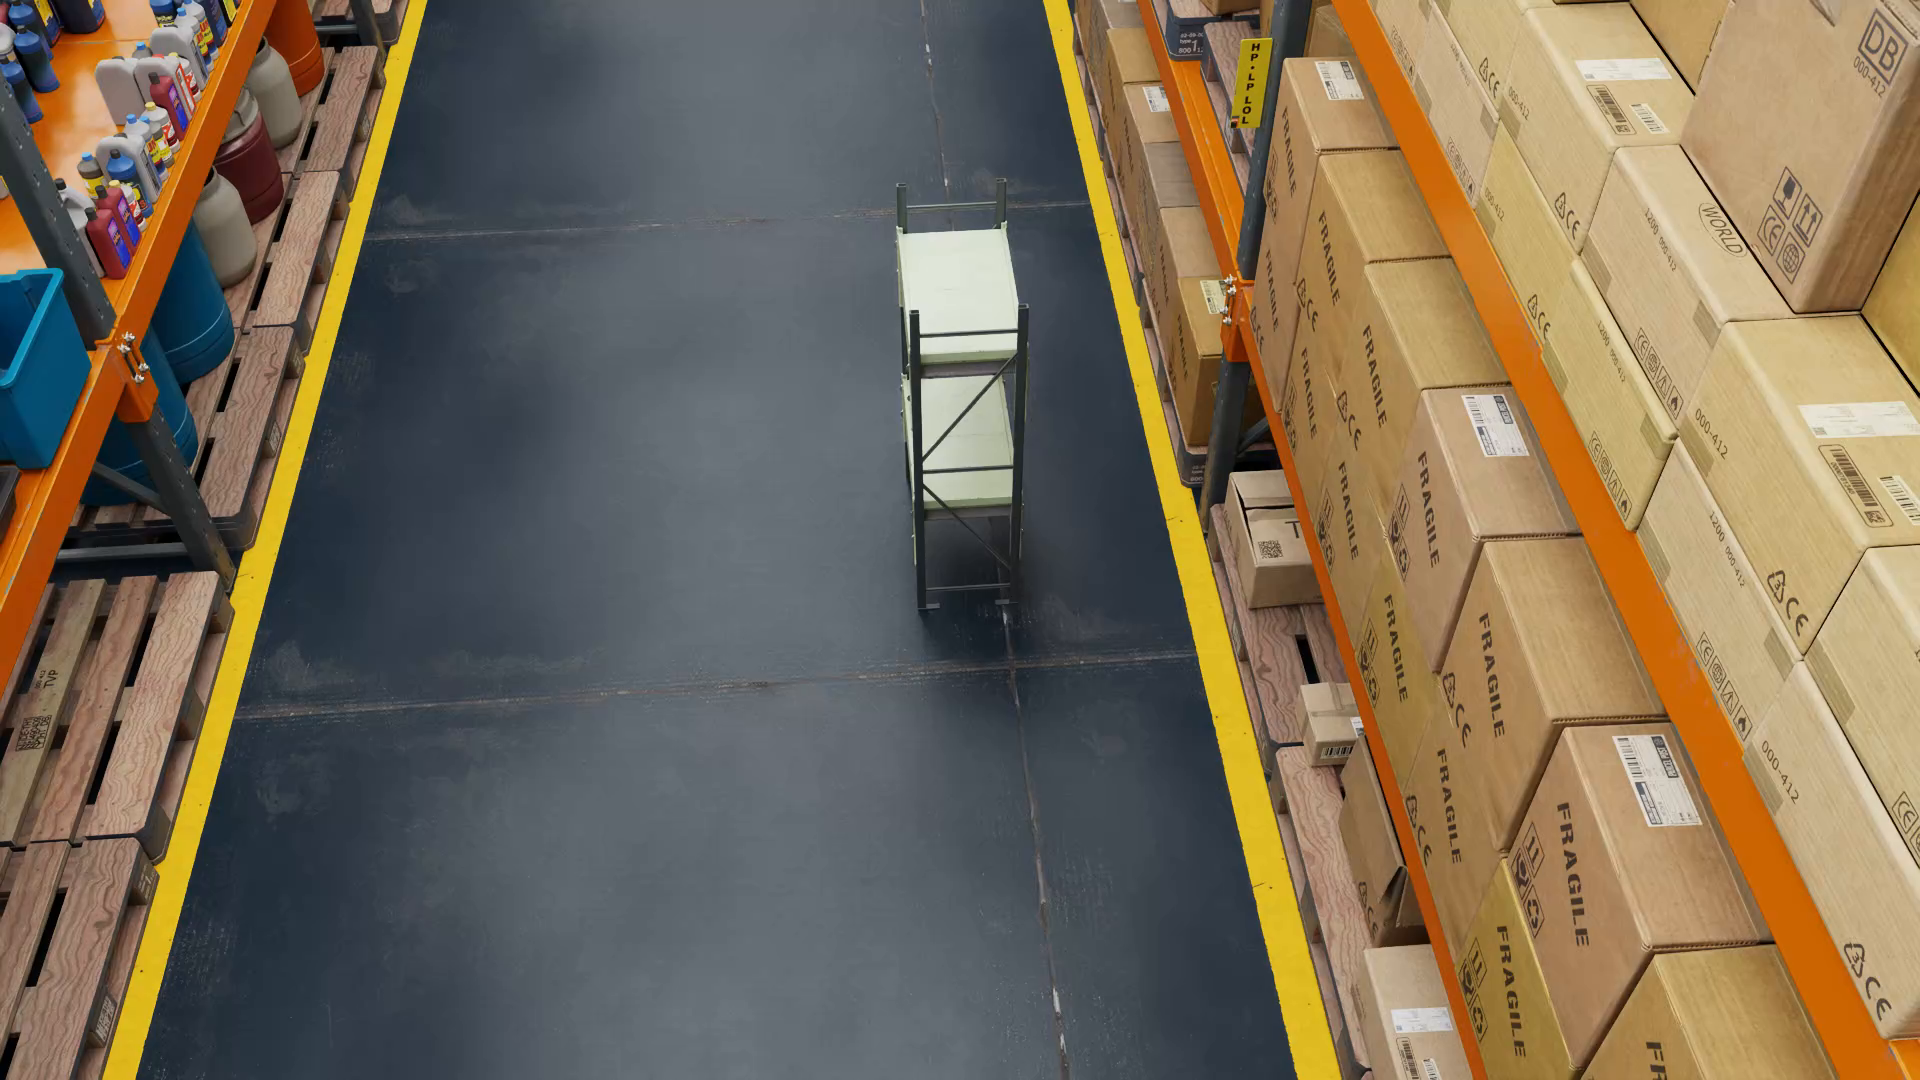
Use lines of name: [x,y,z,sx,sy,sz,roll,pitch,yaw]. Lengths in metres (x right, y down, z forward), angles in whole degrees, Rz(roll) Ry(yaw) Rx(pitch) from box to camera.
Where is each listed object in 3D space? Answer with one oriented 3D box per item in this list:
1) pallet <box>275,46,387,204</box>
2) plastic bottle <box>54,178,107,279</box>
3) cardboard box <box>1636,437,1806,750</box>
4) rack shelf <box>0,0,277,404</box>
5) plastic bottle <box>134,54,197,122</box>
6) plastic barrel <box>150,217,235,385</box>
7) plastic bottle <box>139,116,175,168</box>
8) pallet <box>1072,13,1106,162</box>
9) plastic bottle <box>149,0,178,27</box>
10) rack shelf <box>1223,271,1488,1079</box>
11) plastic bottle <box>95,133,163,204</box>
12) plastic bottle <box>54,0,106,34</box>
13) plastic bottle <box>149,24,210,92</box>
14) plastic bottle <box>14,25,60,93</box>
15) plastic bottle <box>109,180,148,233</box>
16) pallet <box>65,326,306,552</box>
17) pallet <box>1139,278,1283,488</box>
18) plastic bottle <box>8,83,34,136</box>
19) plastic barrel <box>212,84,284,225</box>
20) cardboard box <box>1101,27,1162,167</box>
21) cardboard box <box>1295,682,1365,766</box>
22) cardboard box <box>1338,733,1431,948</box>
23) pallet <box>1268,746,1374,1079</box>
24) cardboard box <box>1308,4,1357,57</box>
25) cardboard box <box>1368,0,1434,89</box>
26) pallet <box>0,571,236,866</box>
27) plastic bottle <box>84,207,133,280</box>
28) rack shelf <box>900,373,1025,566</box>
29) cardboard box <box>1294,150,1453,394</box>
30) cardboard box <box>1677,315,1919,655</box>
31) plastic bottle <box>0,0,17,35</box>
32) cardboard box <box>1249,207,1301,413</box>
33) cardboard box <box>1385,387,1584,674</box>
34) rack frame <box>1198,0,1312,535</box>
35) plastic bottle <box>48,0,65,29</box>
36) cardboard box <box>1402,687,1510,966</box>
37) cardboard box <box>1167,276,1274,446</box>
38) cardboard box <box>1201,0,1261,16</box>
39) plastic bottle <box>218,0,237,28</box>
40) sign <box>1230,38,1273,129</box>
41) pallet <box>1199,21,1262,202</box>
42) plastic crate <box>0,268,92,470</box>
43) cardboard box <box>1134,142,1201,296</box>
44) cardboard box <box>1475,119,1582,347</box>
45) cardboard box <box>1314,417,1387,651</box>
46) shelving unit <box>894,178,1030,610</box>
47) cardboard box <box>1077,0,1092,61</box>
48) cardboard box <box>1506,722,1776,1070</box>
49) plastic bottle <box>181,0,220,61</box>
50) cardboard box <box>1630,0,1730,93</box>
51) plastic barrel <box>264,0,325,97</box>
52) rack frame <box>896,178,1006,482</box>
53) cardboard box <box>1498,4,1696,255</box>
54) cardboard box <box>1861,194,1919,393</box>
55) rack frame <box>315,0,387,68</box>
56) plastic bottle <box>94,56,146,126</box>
pallet: [-3.661,-2.196,8.821,1.003,0.211,1.213,-3,47,-3]
plastic bottle: [-3.143,-1.115,5.911,0.144,0.351,0.185,-3,47,-3]
cardboard box: [1.501,0.069,2.793,0.500,0.250,0.500,-3,47,-3]
rack shelf: [-3.601,-2.028,7.237,1.077,0.370,4.000,-3,47,-3]
plastic bottle: [-3.170,-1.814,6.624,0.152,0.276,0.135,-3,47,-3]
plastic barrel: [-3.521,-1.159,7.074,0.600,0.901,0.708,-3,47,-3]
plastic bottle: [-3.114,-1.539,6.415,0.097,0.201,0.097,0,47,0]
pallet: [1.193,-2.520,9.128,1.003,0.211,1.213,-3,47,-3]
plastic bottle: [-3.332,-2.198,6.991,0.097,0.271,0.097,0,47,0]
rack shelf: [1.670,0.567,4.779,1.077,0.370,4.000,-3,47,-3]
plastic bottle: [-3.123,-1.409,6.240,0.152,0.276,0.135,-3,47,-3]
plastic bottle: [-3.788,-2.361,7.090,0.144,0.351,0.185,-3,47,-3]
plastic bottle: [-3.189,-1.982,6.783,0.152,0.276,0.135,-3,47,-3]
plastic bottle: [-3.769,-1.965,6.771,0.097,0.271,0.097,0,47,0]
plastic bottle: [-3.078,-1.231,6.123,0.097,0.201,0.097,0,47,0]
pallet: [-3.456,-0.431,7.149,1.003,0.211,1.213,-3,47,-3]
pallet: [1.397,-0.754,7.456,1.003,0.211,1.213,-3,47,-3]
plastic bottle: [-3.738,-1.700,6.519,0.097,0.271,0.097,0,47,0]
plastic barrel: [-3.616,-1.868,7.961,0.600,0.588,0.708,-3,47,-3]
cardboard box: [1.008,-2.225,8.346,0.500,0.500,0.500,-4,47,-4]
cardboard box: [1.405,0.638,5.865,0.380,0.166,0.250,-3,47,-3]
cardboard box: [1.665,0.939,5.348,0.797,0.503,0.637,-3,47,-3]
pallet: [1.665,1.213,5.592,1.003,0.211,1.213,-3,47,-3]
cardboard box: [1.686,-1.662,6.037,0.700,0.500,0.500,-18,49,-16]
cardboard box: [1.335,-1.378,4.163,0.500,0.250,0.500,-3,47,-3]
pallet: [-3.333,0.660,6.116,1.003,0.211,1.213,-3,47,-3]
plastic bottle: [-3.039,-1.080,5.924,0.061,0.283,0.133,-3,47,-3]
rack shelf: [-0.001,-0.296,6.583,0.431,0.370,0.720,-3,47,-3]
cardboard box: [1.306,-0.774,4.796,0.500,0.500,0.500,-5,47,-5]
cardboard box: [1.499,-0.103,2.611,0.500,0.250,0.500,-3,47,-3]
plastic bottle: [-3.957,-2.113,6.902,0.061,0.283,0.133,-3,47,-3]
cardboard box: [1.274,-0.776,5.487,0.500,0.500,0.500,-2,47,-2]
cardboard box: [1.392,-0.029,4.090,0.500,0.500,0.500,-2,47,-2]
rack frame: [1.503,-1.127,5.888,1.000,3.000,0.127,-3,47,-3]
plastic bottle: [-3.938,-2.344,7.126,0.152,0.276,0.135,-3,47,-3]
cardboard box: [1.446,0.689,4.100,0.500,0.500,0.500,-3,47,-3]
cardboard box: [1.176,-0.759,6.958,0.500,0.500,0.500,-4,47,-4]
cardboard box: [1.294,-2.580,6.906,0.700,0.500,0.500,-14,48,-13]
plastic bottle: [-3.187,-2.359,7.135,0.061,0.283,0.133,-3,47,-3]
sign: [0.950,-1.489,5.433,0.100,0.325,0.005,-3,47,-3]
pallet: [1.545,-1.646,6.512,1.003,0.211,1.213,-3,47,-3]
plastic crate: [-3.054,-0.527,5.289,0.392,0.384,0.575,-3,47,-3]
cardboard box: [1.102,-1.480,7.640,0.500,0.500,0.500,-3,47,-3]
cardboard box: [1.421,-0.655,3.478,0.500,0.250,0.500,-3,47,-3]
cardboard box: [1.360,-0.044,4.793,0.500,0.500,0.500,-4,47,-4]
shelving unit: [-0.001,-0.521,6.347,0.431,1.500,0.755,-3,47,-3]
cardboard box: [0.922,-2.966,9.048,0.500,0.500,0.500,-2,47,-2]
cardboard box: [1.484,0.718,3.383,0.500,0.500,0.500,-2,47,-2]
plastic bottle: [-3.180,-2.136,6.932,0.097,0.271,0.097,0,47,0]
cardboard box: [1.724,-1.103,3.042,0.700,0.500,0.500,-3,47,-3]
plastic barrel: [-3.710,-2.768,8.648,0.600,0.830,0.708,-3,47,-3]
rack frame: [-0.031,-0.785,6.597,0.400,1.500,0.023,-3,47,-3]
cardboard box: [1.412,-0.826,3.296,0.500,0.250,0.500,-3,47,-3]
cardboard box: [1.821,-0.380,2.357,0.700,0.500,0.500,-3,47,-3]
rack frame: [-3.768,-3.723,8.346,1.000,3.000,0.127,-3,47,-3]
plastic bottle: [-3.321,-1.805,6.615,0.152,0.276,0.135,-3,47,-3]
